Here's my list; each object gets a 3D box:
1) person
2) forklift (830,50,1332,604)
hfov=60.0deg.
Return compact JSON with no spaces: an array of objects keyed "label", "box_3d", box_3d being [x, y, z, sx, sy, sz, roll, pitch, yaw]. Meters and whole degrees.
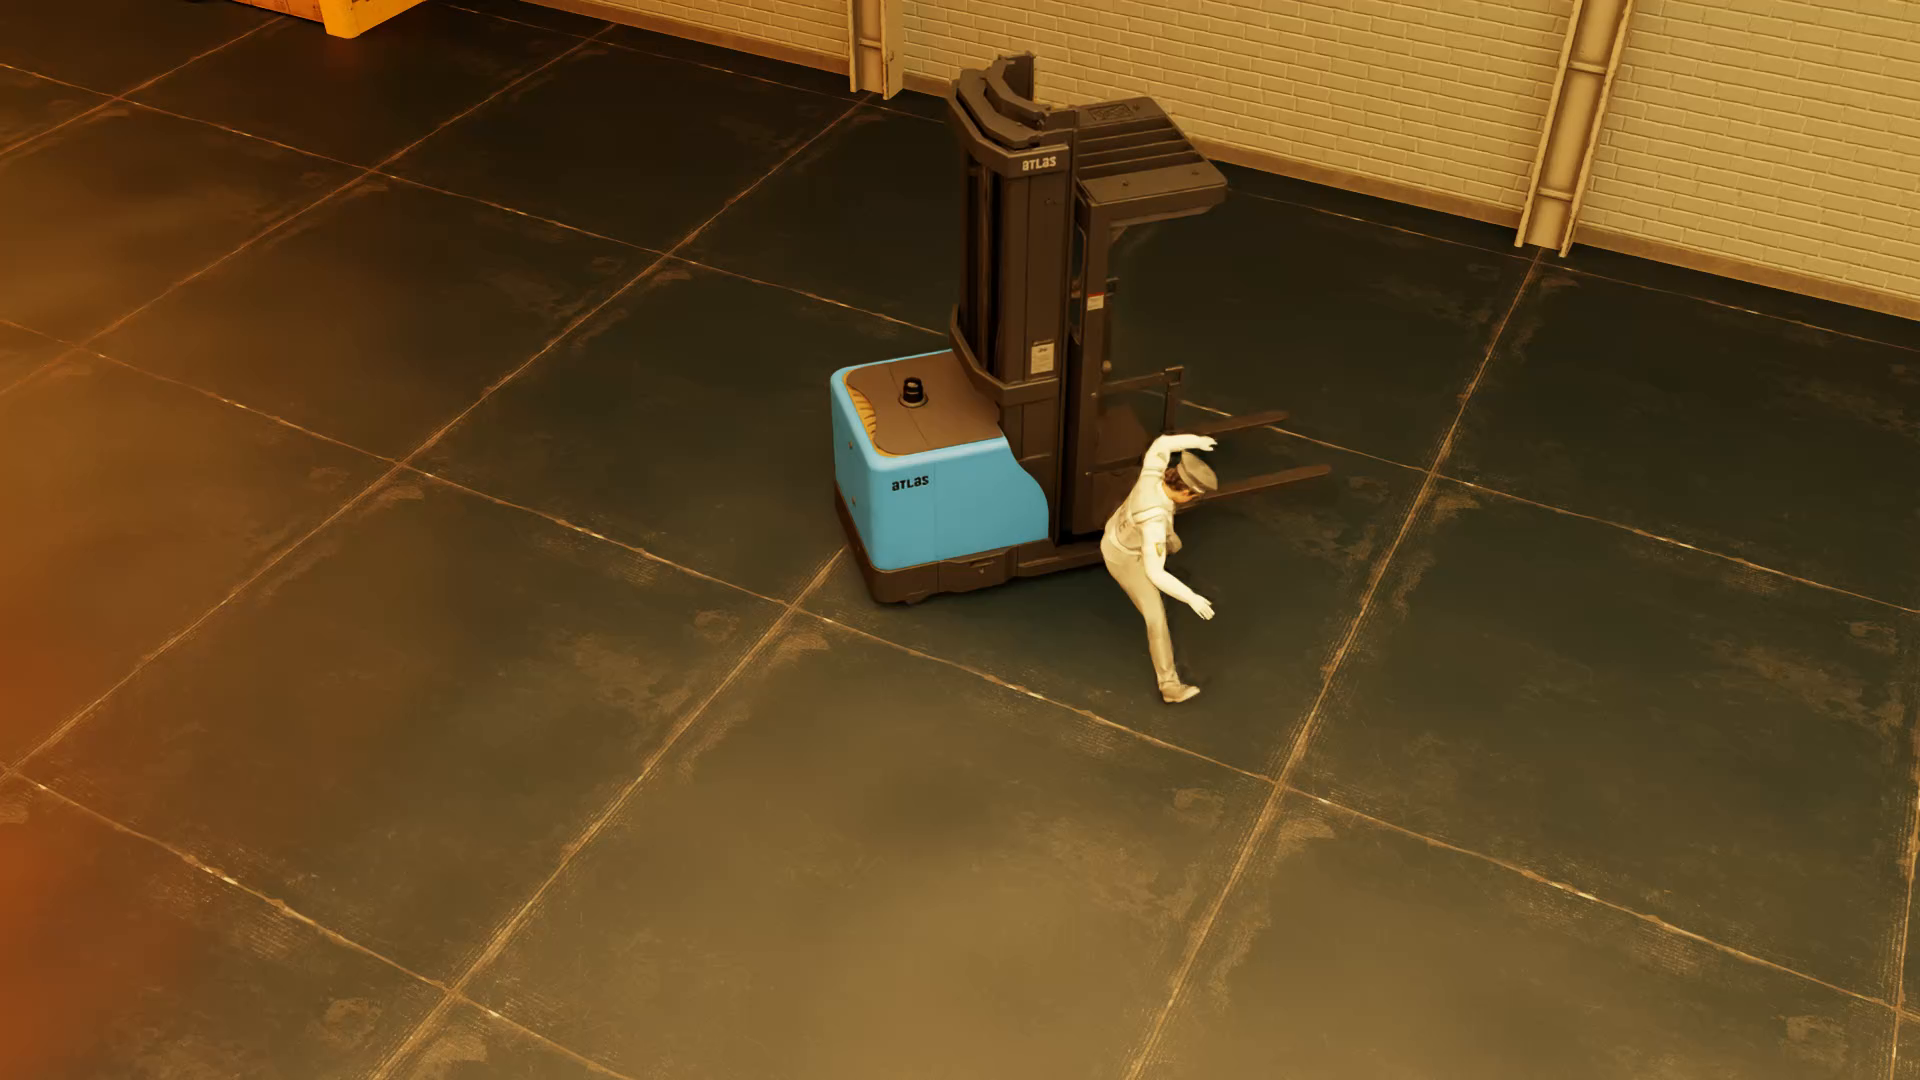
[{"label":"person","box_3d":[1.155,0.007,9.197,0.752,1.372,1.279,14,42,16]},{"label":"forklift","box_3d":[0.796,-1.297,9.527,3.031,2.935,1.130,-12,41,-13]}]
